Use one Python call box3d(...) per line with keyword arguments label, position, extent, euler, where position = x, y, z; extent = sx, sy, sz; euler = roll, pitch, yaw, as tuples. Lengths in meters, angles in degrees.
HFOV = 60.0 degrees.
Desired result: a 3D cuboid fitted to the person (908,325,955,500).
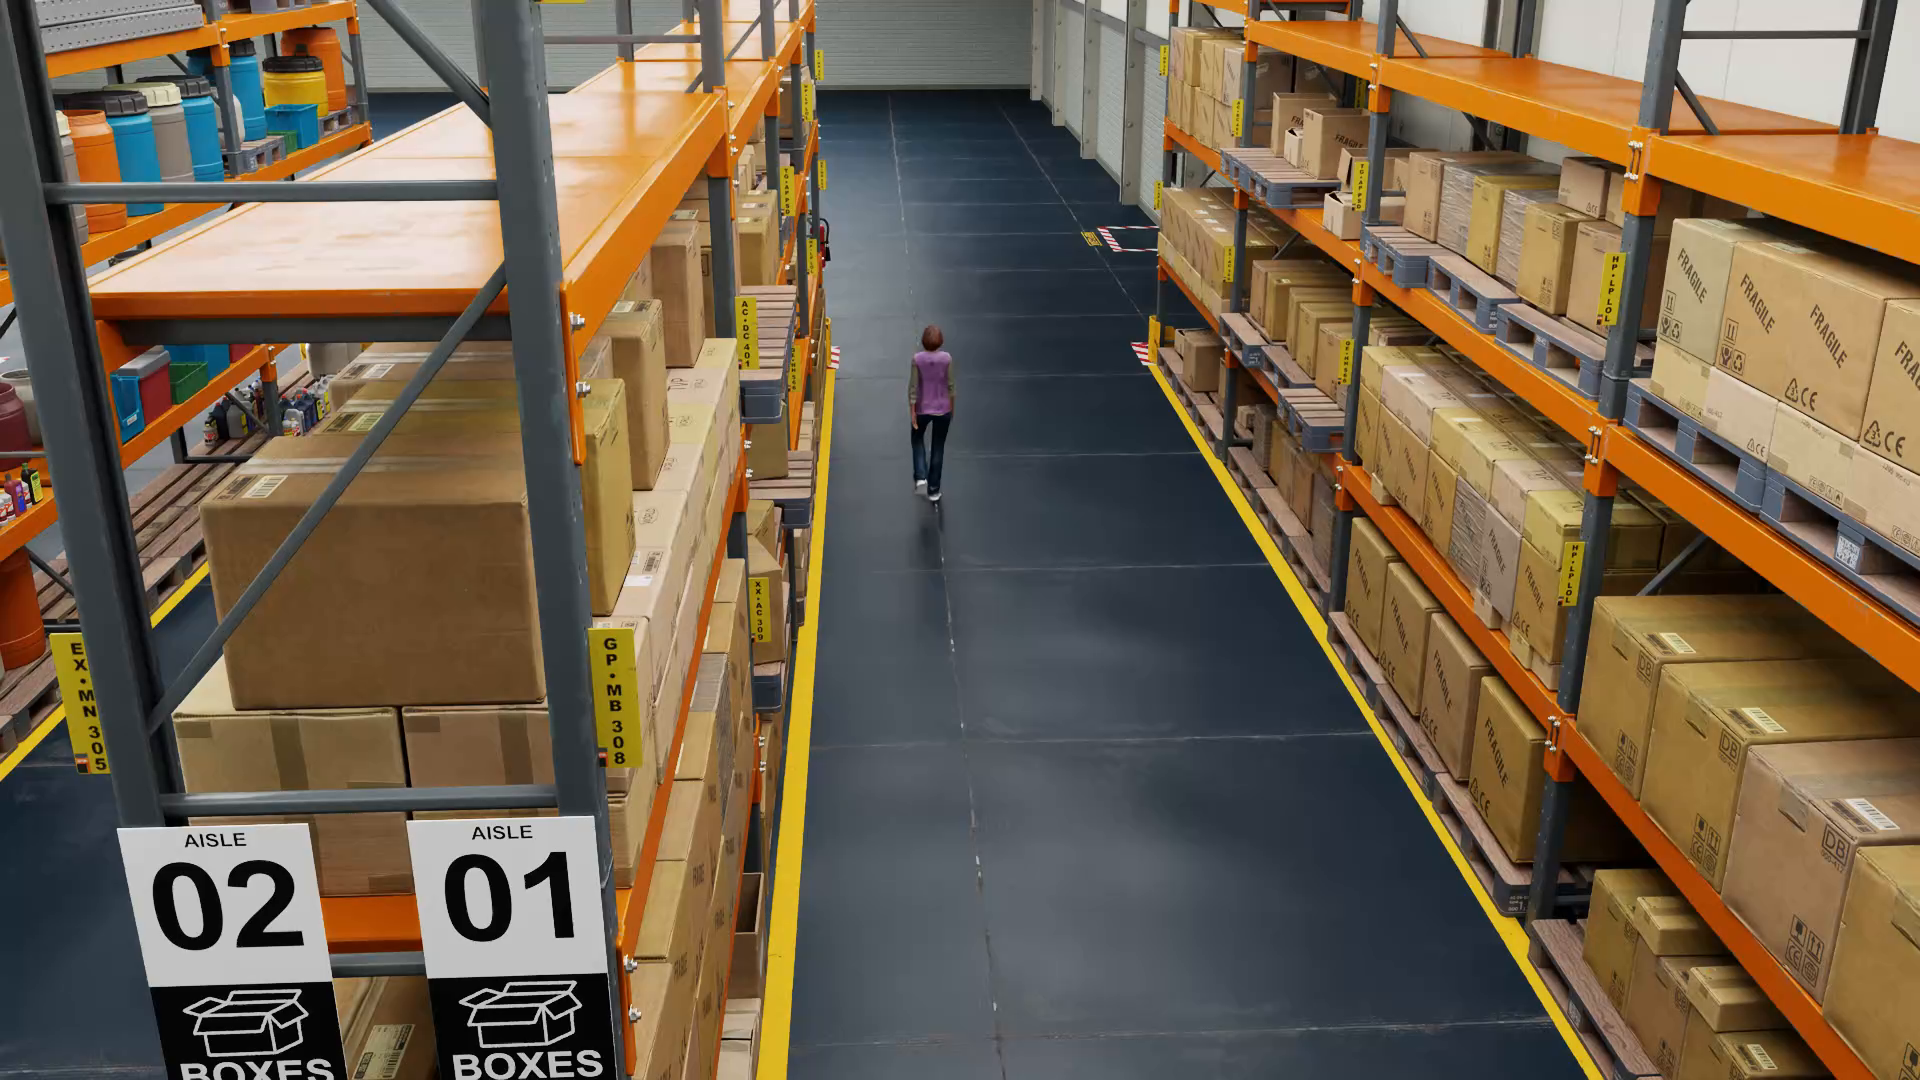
box3d(label="person", position=(-0.254, -1.134, 14.866), extent=(0.427, 1.626, 0.463), euler=(-1, 21, -3))
